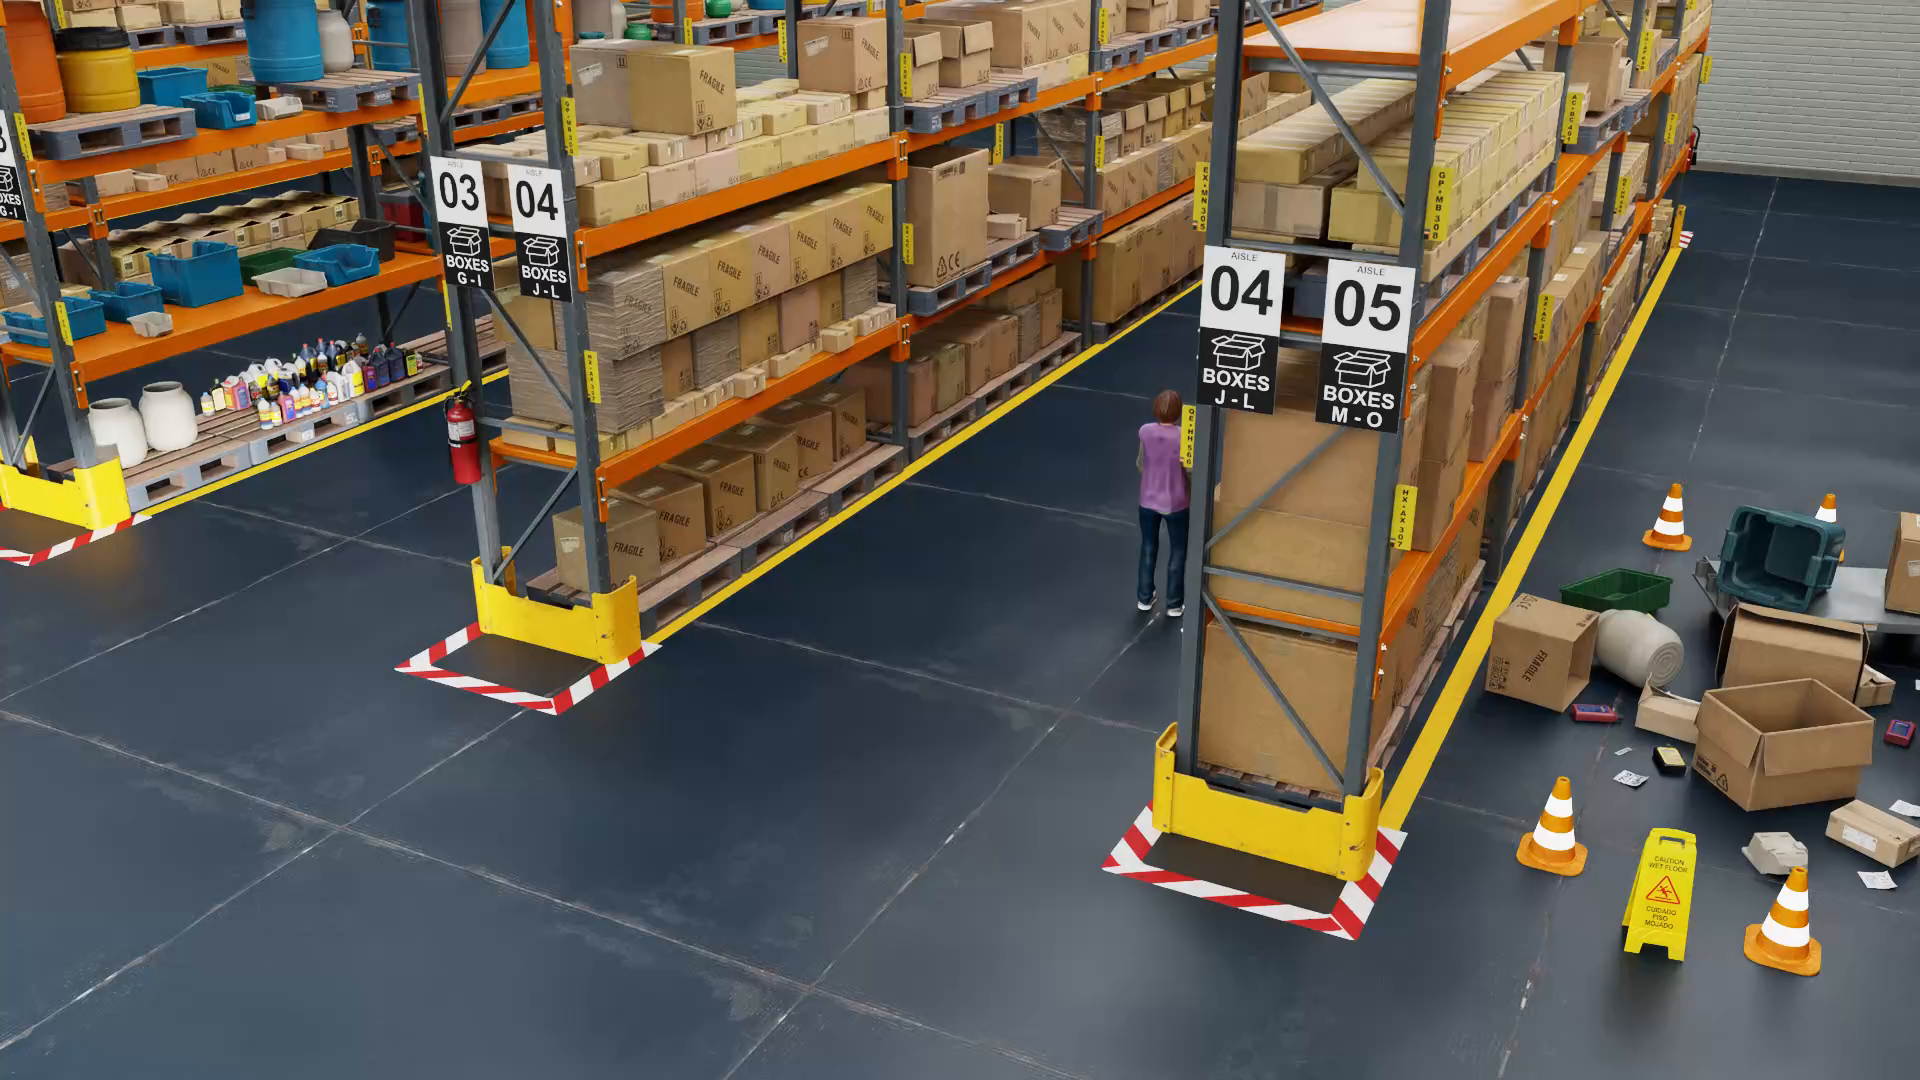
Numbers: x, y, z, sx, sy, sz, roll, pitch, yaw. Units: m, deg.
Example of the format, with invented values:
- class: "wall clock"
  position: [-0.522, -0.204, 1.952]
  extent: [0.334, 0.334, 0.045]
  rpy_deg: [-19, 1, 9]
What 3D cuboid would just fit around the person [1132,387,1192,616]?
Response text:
- class: "person"
  position: [1.393, -0.254, 11.323]
  extent: [0.465, 1.593, 0.348]
  rpy_deg: [11, 25, 24]
